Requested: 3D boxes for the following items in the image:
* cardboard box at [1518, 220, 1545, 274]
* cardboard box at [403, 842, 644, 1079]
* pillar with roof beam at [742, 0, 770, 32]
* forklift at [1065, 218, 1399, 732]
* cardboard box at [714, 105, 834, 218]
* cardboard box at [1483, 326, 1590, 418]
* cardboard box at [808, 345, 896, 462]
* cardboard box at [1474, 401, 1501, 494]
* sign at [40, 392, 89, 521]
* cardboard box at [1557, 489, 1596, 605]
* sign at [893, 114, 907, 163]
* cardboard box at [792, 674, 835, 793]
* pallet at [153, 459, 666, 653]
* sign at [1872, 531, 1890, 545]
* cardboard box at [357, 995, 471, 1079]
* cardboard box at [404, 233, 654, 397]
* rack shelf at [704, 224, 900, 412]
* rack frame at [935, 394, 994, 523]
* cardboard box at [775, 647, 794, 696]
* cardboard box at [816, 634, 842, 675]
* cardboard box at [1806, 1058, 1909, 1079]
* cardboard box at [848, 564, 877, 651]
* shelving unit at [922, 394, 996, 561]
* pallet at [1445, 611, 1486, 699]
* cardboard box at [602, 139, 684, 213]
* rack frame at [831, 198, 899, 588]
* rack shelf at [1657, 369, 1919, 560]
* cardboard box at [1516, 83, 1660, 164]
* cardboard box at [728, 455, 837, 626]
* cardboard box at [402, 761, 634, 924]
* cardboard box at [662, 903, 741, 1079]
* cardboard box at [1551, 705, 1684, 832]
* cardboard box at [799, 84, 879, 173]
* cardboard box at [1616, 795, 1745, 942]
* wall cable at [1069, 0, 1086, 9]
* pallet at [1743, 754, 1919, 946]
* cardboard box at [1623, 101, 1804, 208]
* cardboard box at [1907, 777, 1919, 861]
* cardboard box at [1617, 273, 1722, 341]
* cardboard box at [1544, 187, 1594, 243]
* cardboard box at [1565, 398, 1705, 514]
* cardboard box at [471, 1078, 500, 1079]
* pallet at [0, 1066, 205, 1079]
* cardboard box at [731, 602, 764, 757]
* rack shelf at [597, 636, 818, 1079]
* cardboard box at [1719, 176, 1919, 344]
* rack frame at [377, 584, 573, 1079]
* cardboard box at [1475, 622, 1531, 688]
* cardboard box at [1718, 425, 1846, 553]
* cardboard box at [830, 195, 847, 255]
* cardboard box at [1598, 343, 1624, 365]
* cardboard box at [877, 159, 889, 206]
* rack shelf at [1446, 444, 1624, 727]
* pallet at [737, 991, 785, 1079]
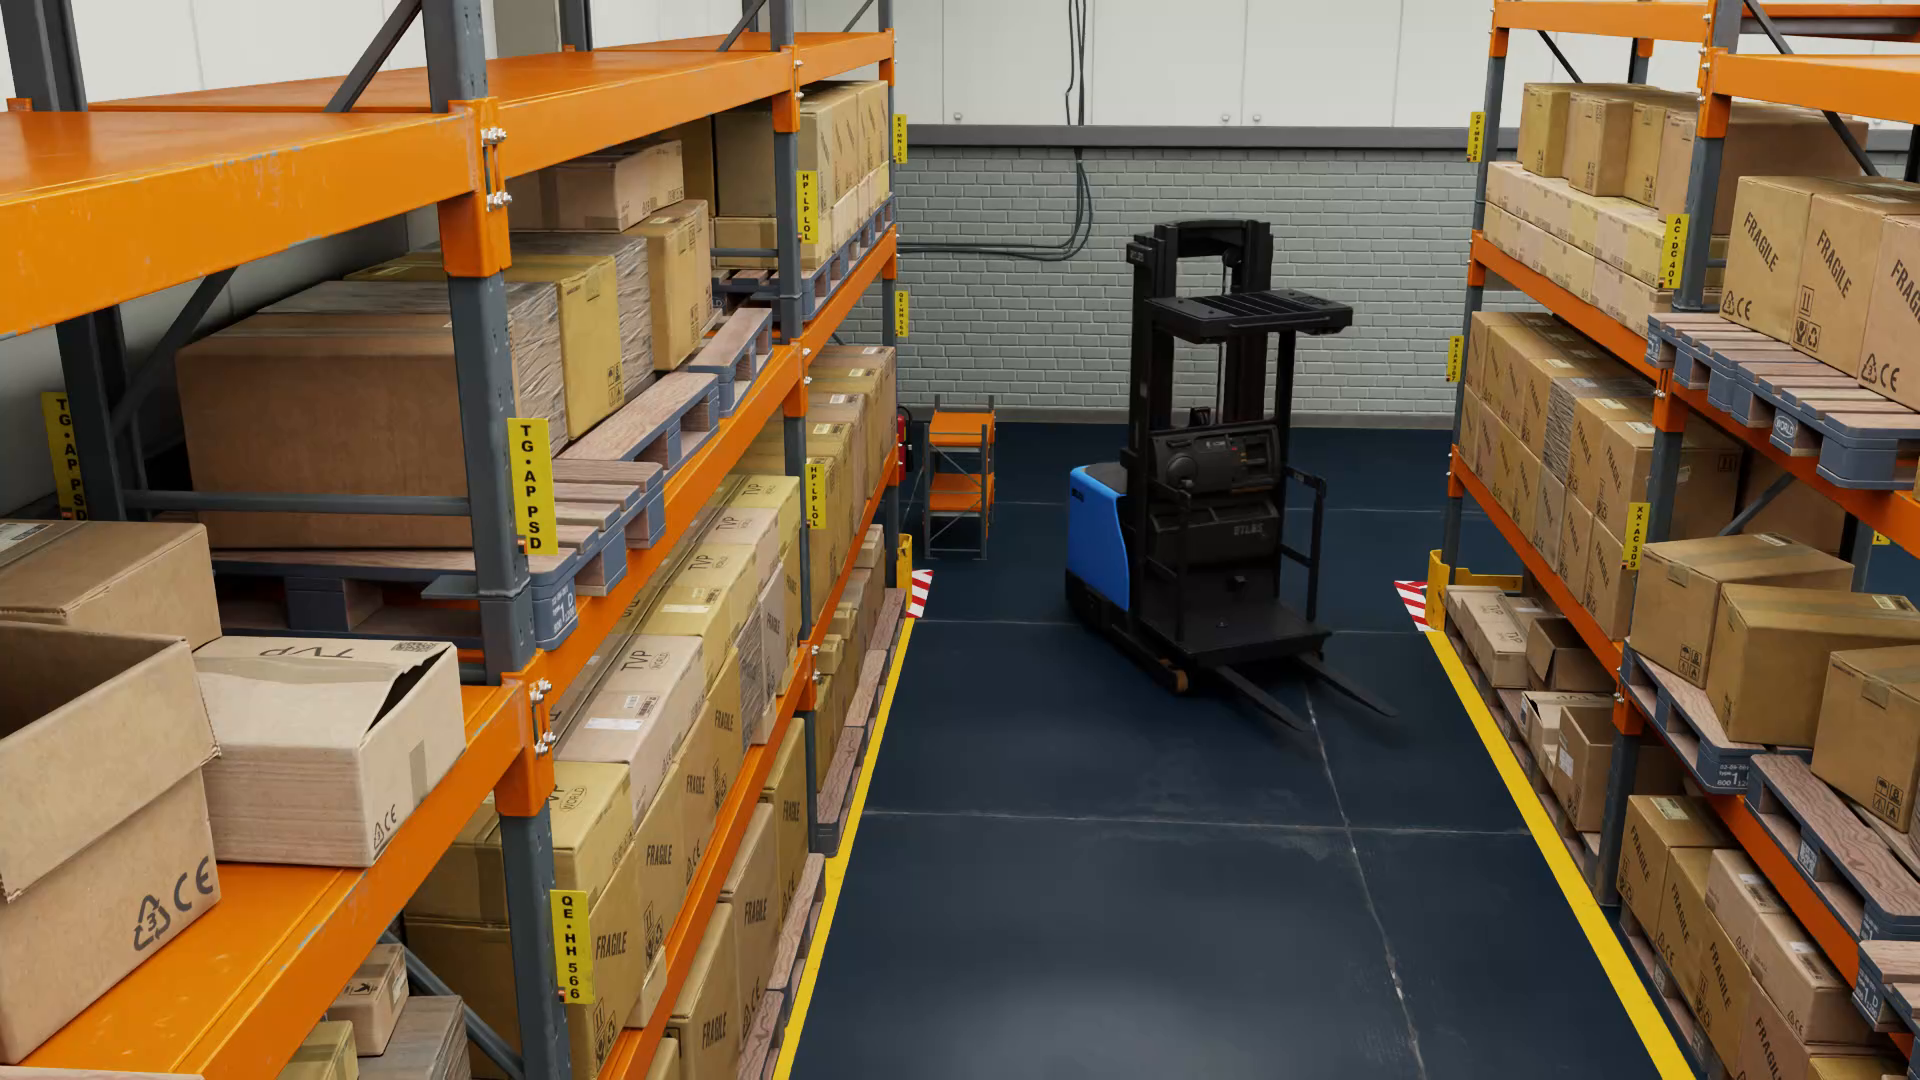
[{"bbox_3d":[3.614,-1.728,9.802,0.500,0.250,0.500,1,18,4],"label":"cardboard box"},{"bbox_3d":[-1.237,1.194,4.791,0.500,0.500,0.500,2,18,6],"label":"cardboard box"},{"bbox_3d":[2.671,-4.560,13.387,9.100,9.000,0.400,1,18,4],"label":"pillar with roof beam"},{"bbox_3d":[1.785,-0.532,10.839,1.130,2.935,3.031,-7,19,-20],"label":"forklift"},{"bbox_3d":[-0.910,-1.878,8.220,0.500,0.500,0.500,1,18,3],"label":"cardboard box"},{"bbox_3d":[3.663,-1.066,10.592,0.500,0.500,0.500,1,18,4],"label":"cardboard box"},{"bbox_3d":[-0.980,-0.931,11.465,0.980,0.700,0.700,2,18,6],"label":"cardboard box"},{"bbox_3d":[3.661,-0.593,10.755,0.500,0.500,0.500,1,18,3],"label":"cardboard box"},{"bbox_3d":[-2.080,-0.186,3.899,0.100,0.325,0.005,1,18,4],"label":"sign"},{"bbox_3d":[3.516,0.036,8.835,0.500,0.500,0.500,2,18,5],"label":"cardboard box"},{"bbox_3d":[-0.413,-2.739,11.353,0.100,0.325,0.005,1,18,4],"label":"sign"},{"bbox_3d":[-1.084,1.054,9.230,0.700,0.500,0.500,2,18,5],"label":"cardboard box"},{"bbox_3d":[-1.534,0.001,4.590,1.213,0.211,1.003,2,18,6],"label":"pallet"},{"bbox_3d":[4.255,-0.134,7.656,0.100,0.325,0.005,1,18,4],"label":"sign"},{"bbox_3d":[-1.551,1.427,3.883,0.700,0.500,0.500,-1,18,-3],"label":"cardboard box"},{"bbox_3d":[-1.488,-0.787,5.825,0.700,0.500,0.500,1,18,4],"label":"cardboard box"},{"bbox_3d":[-1.097,-1.410,9.745,1.077,0.370,4.000,1,18,4],"label":"rack shelf"},{"bbox_3d":[0.037,-0.695,14.236,0.500,1.125,0.032,1,18,4],"label":"rack frame"},{"bbox_3d":[-0.977,0.595,7.660,0.380,0.149,0.250,2,18,5],"label":"cardboard box"},{"bbox_3d":[-0.878,0.643,9.442,0.380,0.149,0.250,2,18,6],"label":"cardboard box"},{"bbox_3d":[3.284,2.169,5.793,0.500,0.500,0.500,1,18,2],"label":"cardboard box"},{"bbox_3d":[-0.940,0.416,11.175,0.700,0.500,0.500,1,18,4],"label":"cardboard box"},{"bbox_3d":[0.000,-0.537,13.754,0.538,1.125,1.048,1,18,4],"label":"shelving unit"},{"bbox_3d":[3.926,0.759,11.269,1.003,0.211,1.213,1,18,4],"label":"pallet"},{"bbox_3d":[-1.434,-1.473,6.712,0.500,0.250,0.500,3,18,8],"label":"cardboard box"},{"bbox_3d":[-0.954,-0.947,11.996,1.000,3.000,0.127,1,18,4],"label":"rack frame"},{"bbox_3d":[3.557,-0.058,5.620,1.077,0.370,4.000,1,18,4],"label":"rack shelf"},{"bbox_3d":[3.967,-2.626,10.536,0.700,0.500,0.500,1,18,4],"label":"cardboard box"},{"bbox_3d":[-1.185,-0.015,8.671,0.980,0.700,0.700,2,18,5],"label":"cardboard box"},{"bbox_3d":[-1.235,0.839,4.672,0.500,0.250,0.500,2,18,5],"label":"cardboard box"},{"bbox_3d":[-1.274,1.862,6.201,0.750,0.750,0.750,1,18,4],"label":"cardboard box"},{"bbox_3d":[3.459,1.200,8.751,0.500,0.500,0.500,1,18,4],"label":"cardboard box"},{"bbox_3d":[-0.781,-2.516,10.169,0.500,0.500,0.500,2,18,6],"label":"cardboard box"},{"bbox_3d":[3.423,1.528,7.750,0.500,0.500,0.500,0,18,1],"label":"cardboard box"},{"bbox_3d":[2.507,-6.411,15.911,3.097,2.526,0.112,1,18,4],"label":"wall cable"},{"bbox_3d":[3.549,1.134,5.953,1.003,0.211,1.213,1,18,4],"label":"pallet"},{"bbox_3d":[3.905,-2.003,8.635,0.700,0.500,0.500,1,18,4],"label":"cardboard box"},{"bbox_3d":[3.603,0.922,5.457,0.700,0.500,0.500,5,19,14],"label":"cardboard box"},{"bbox_3d":[3.470,-1.106,7.906,0.500,0.250,0.500,1,18,4],"label":"cardboard box"},{"bbox_3d":[3.579,-1.810,9.250,0.500,0.250,0.500,1,18,4],"label":"cardboard box"},{"bbox_3d":[3.513,-0.440,8.682,0.500,0.500,0.500,1,18,3],"label":"cardboard box"},{"bbox_3d":[-1.273,1.550,4.746,0.380,0.149,0.250,1,18,3],"label":"cardboard box"},{"bbox_3d":[-1.592,0.932,1.745,1.213,0.211,1.003,1,18,4],"label":"pallet"},{"bbox_3d":[-1.093,0.560,6.725,0.500,0.500,0.500,1,18,4],"label":"cardboard box"},{"bbox_3d":[-1.384,1.258,6.421,1.077,0.370,4.000,1,18,4],"label":"rack shelf"},{"bbox_3d":[3.591,-1.161,6.835,0.600,0.600,0.600,0,18,-1],"label":"cardboard box"},{"bbox_3d":[-1.527,1.538,4.413,1.000,3.000,0.127,1,18,4],"label":"rack frame"},{"bbox_3d":[3.594,0.733,10.578,0.500,0.250,0.500,1,18,4],"label":"cardboard box"},{"bbox_3d":[4.015,-0.258,8.127,0.500,0.500,0.500,2,18,5],"label":"cardboard box"},{"bbox_3d":[-0.877,-1.673,8.799,0.500,0.250,0.500,1,18,3],"label":"cardboard box"},{"bbox_3d":[4.162,-0.898,10.080,0.500,0.500,0.500,2,18,5],"label":"cardboard box"},{"bbox_3d":[-0.741,-2.315,10.759,0.500,0.250,0.500,2,18,6],"label":"cardboard box"},{"bbox_3d":[3.844,0.125,9.879,1.077,0.370,4.000,1,18,4],"label":"rack shelf"},{"bbox_3d":[-1.305,2.242,6.743,1.003,0.211,1.213,1,18,4],"label":"pallet"}]
